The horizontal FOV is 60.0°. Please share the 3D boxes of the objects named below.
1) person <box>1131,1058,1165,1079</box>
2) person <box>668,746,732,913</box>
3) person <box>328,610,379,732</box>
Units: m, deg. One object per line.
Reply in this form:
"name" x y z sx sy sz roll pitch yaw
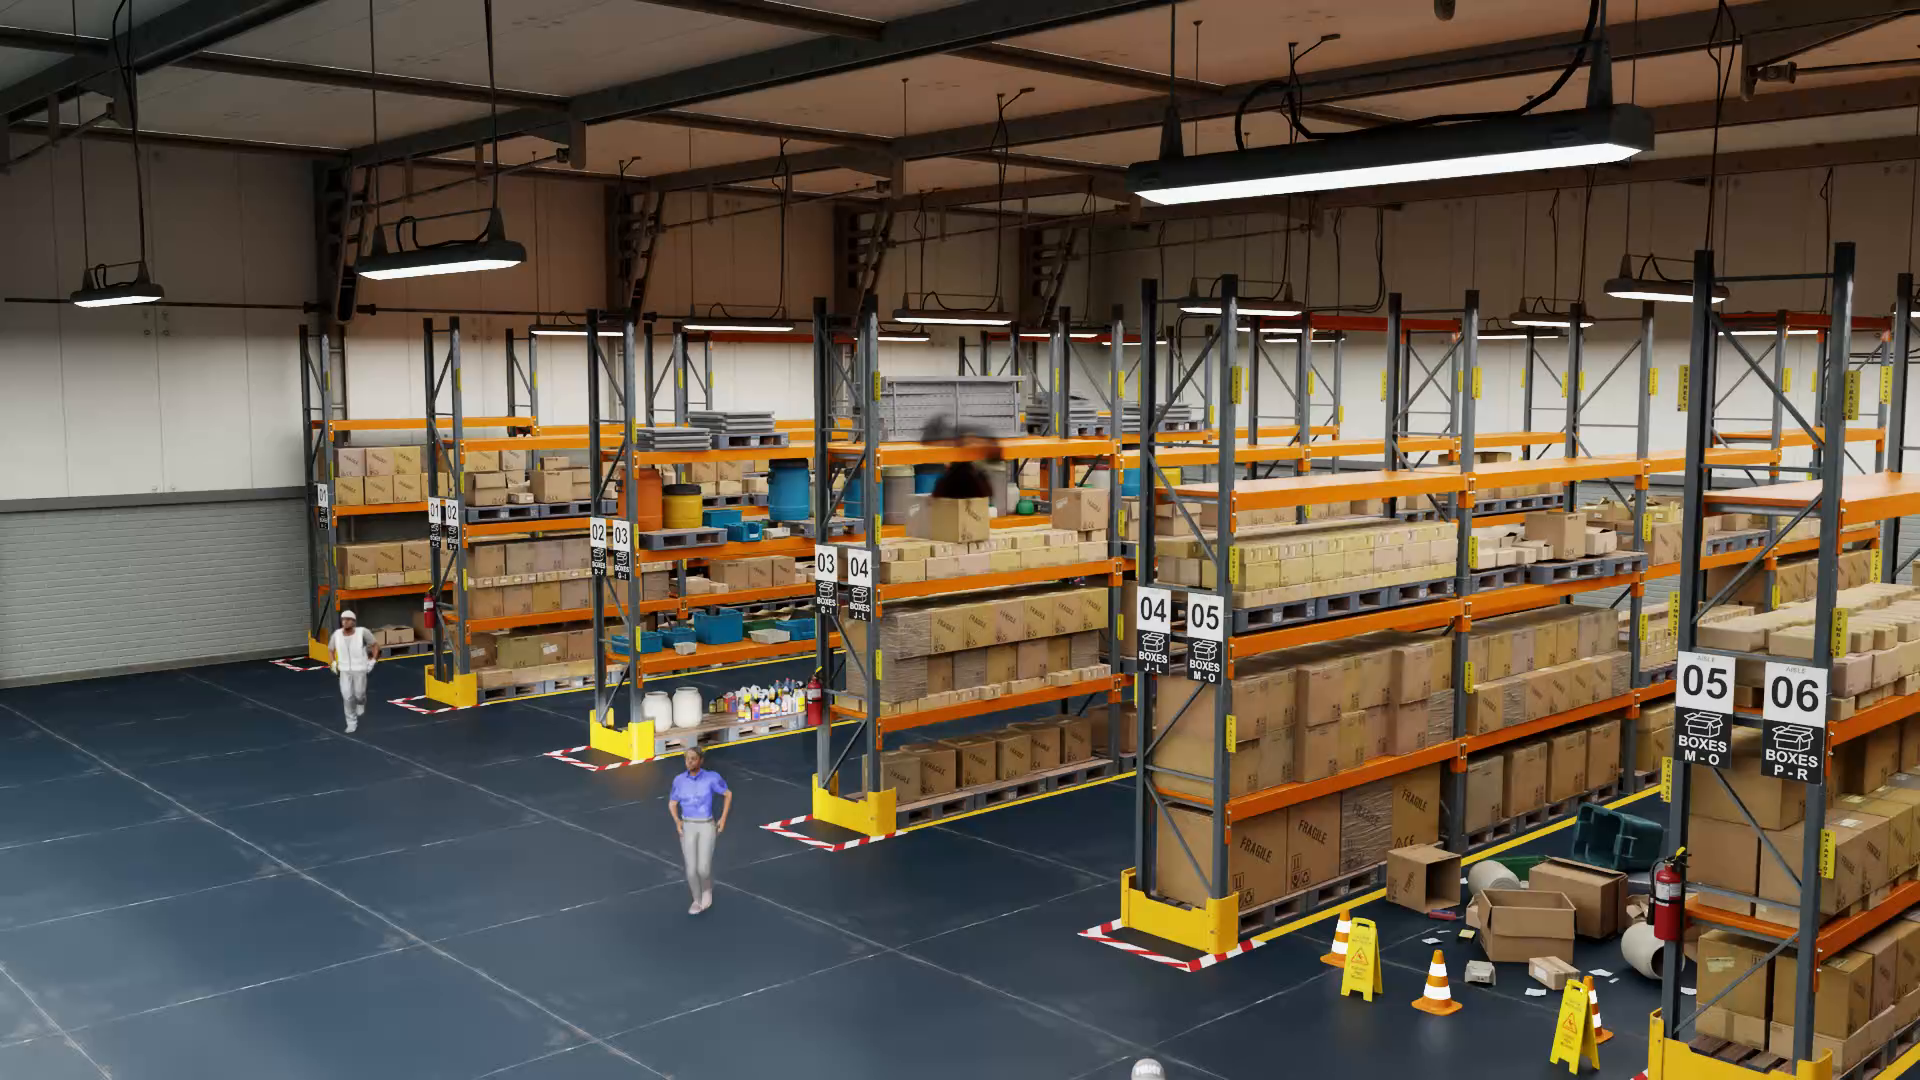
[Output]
"person" 0.972 3.497 8.686 0.619 1.713 0.888 0 6 4
"person" -2.493 2.770 15.811 0.581 1.616 0.542 0 6 4
"person" -8.776 1.878 24.072 0.697 1.756 0.679 -1 6 -9
